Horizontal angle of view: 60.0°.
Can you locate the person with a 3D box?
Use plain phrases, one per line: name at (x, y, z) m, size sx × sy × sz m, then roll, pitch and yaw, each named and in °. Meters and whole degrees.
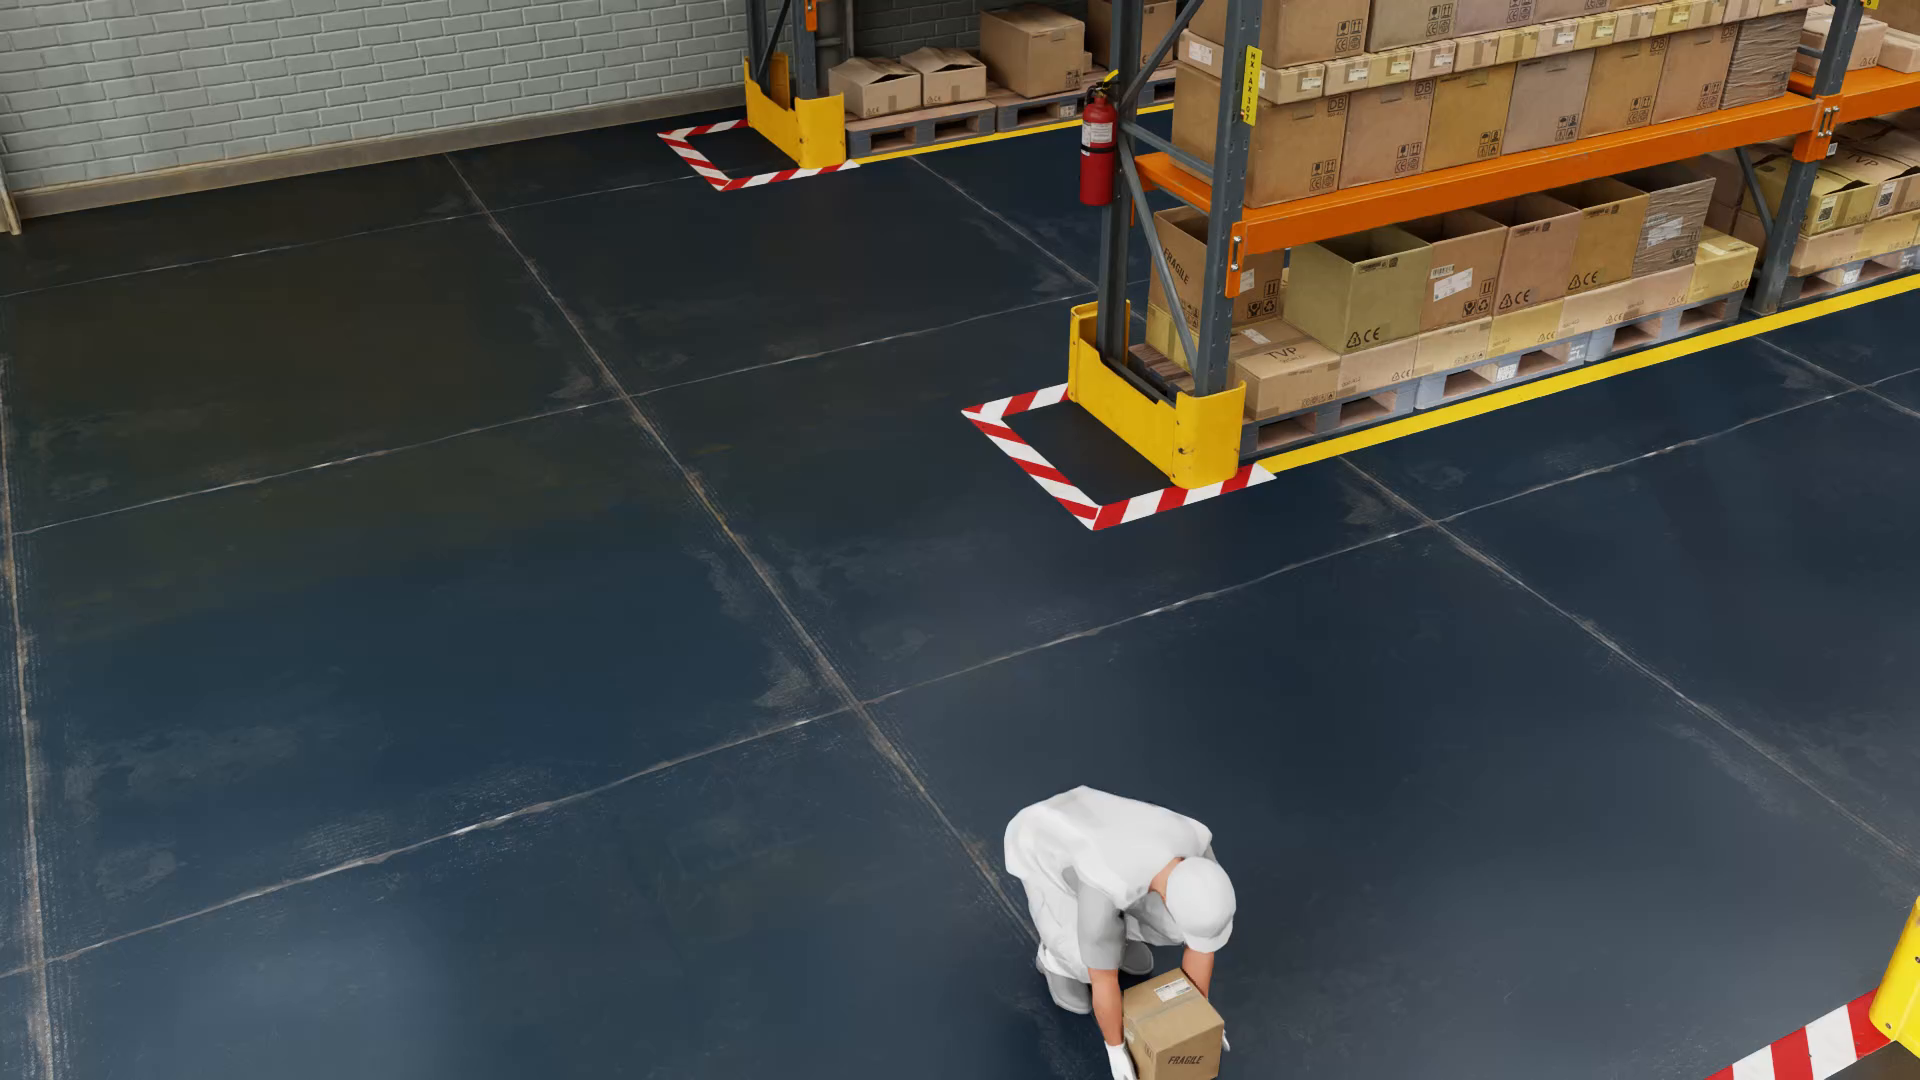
person at (0.506, 1.162, 5.250) m, size 0.547 × 0.877 × 0.901 m, roll -16°, pitch 36°, yaw -23°
